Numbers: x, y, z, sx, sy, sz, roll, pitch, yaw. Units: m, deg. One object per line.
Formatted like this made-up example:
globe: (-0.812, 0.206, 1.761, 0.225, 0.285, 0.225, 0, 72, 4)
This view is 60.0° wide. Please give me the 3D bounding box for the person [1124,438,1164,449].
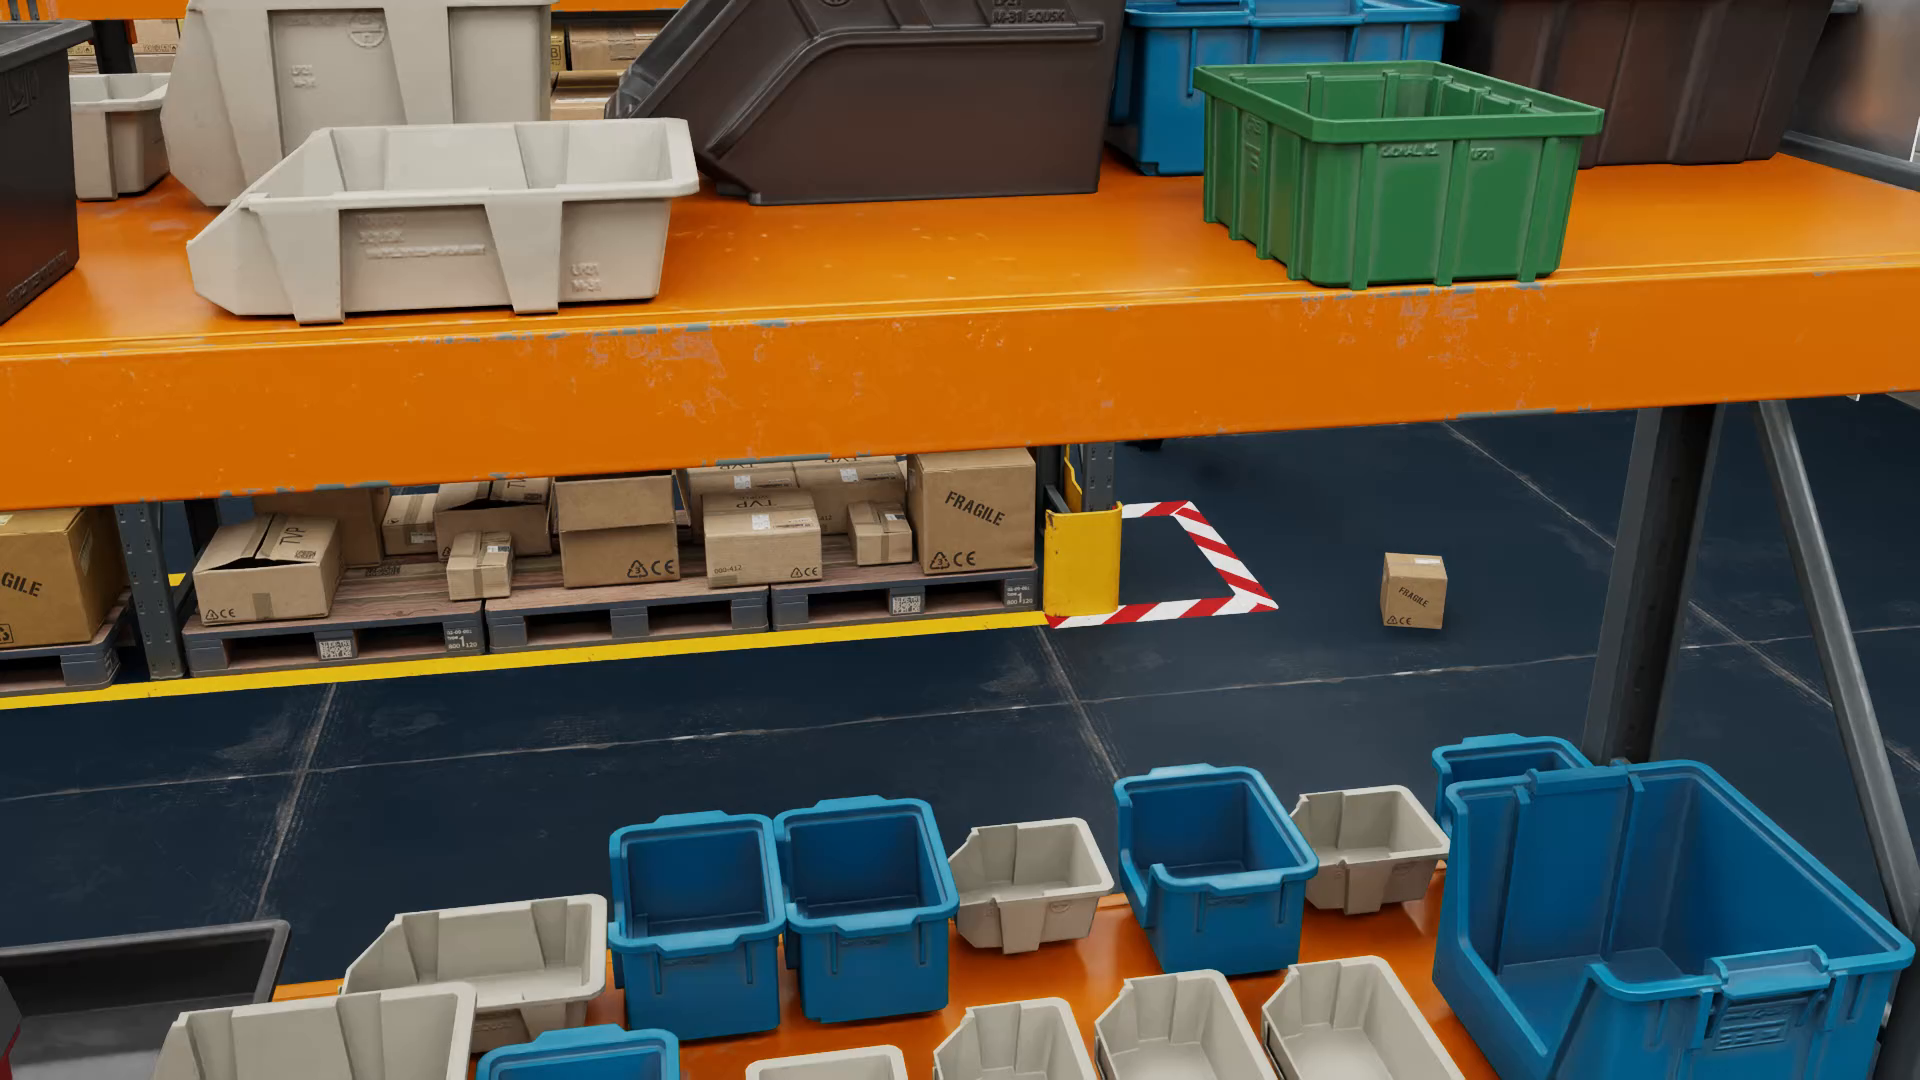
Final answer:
person: (1.006, -1.289, 9.119, 0.496, 1.703, 0.570, 16, 28, 33)
